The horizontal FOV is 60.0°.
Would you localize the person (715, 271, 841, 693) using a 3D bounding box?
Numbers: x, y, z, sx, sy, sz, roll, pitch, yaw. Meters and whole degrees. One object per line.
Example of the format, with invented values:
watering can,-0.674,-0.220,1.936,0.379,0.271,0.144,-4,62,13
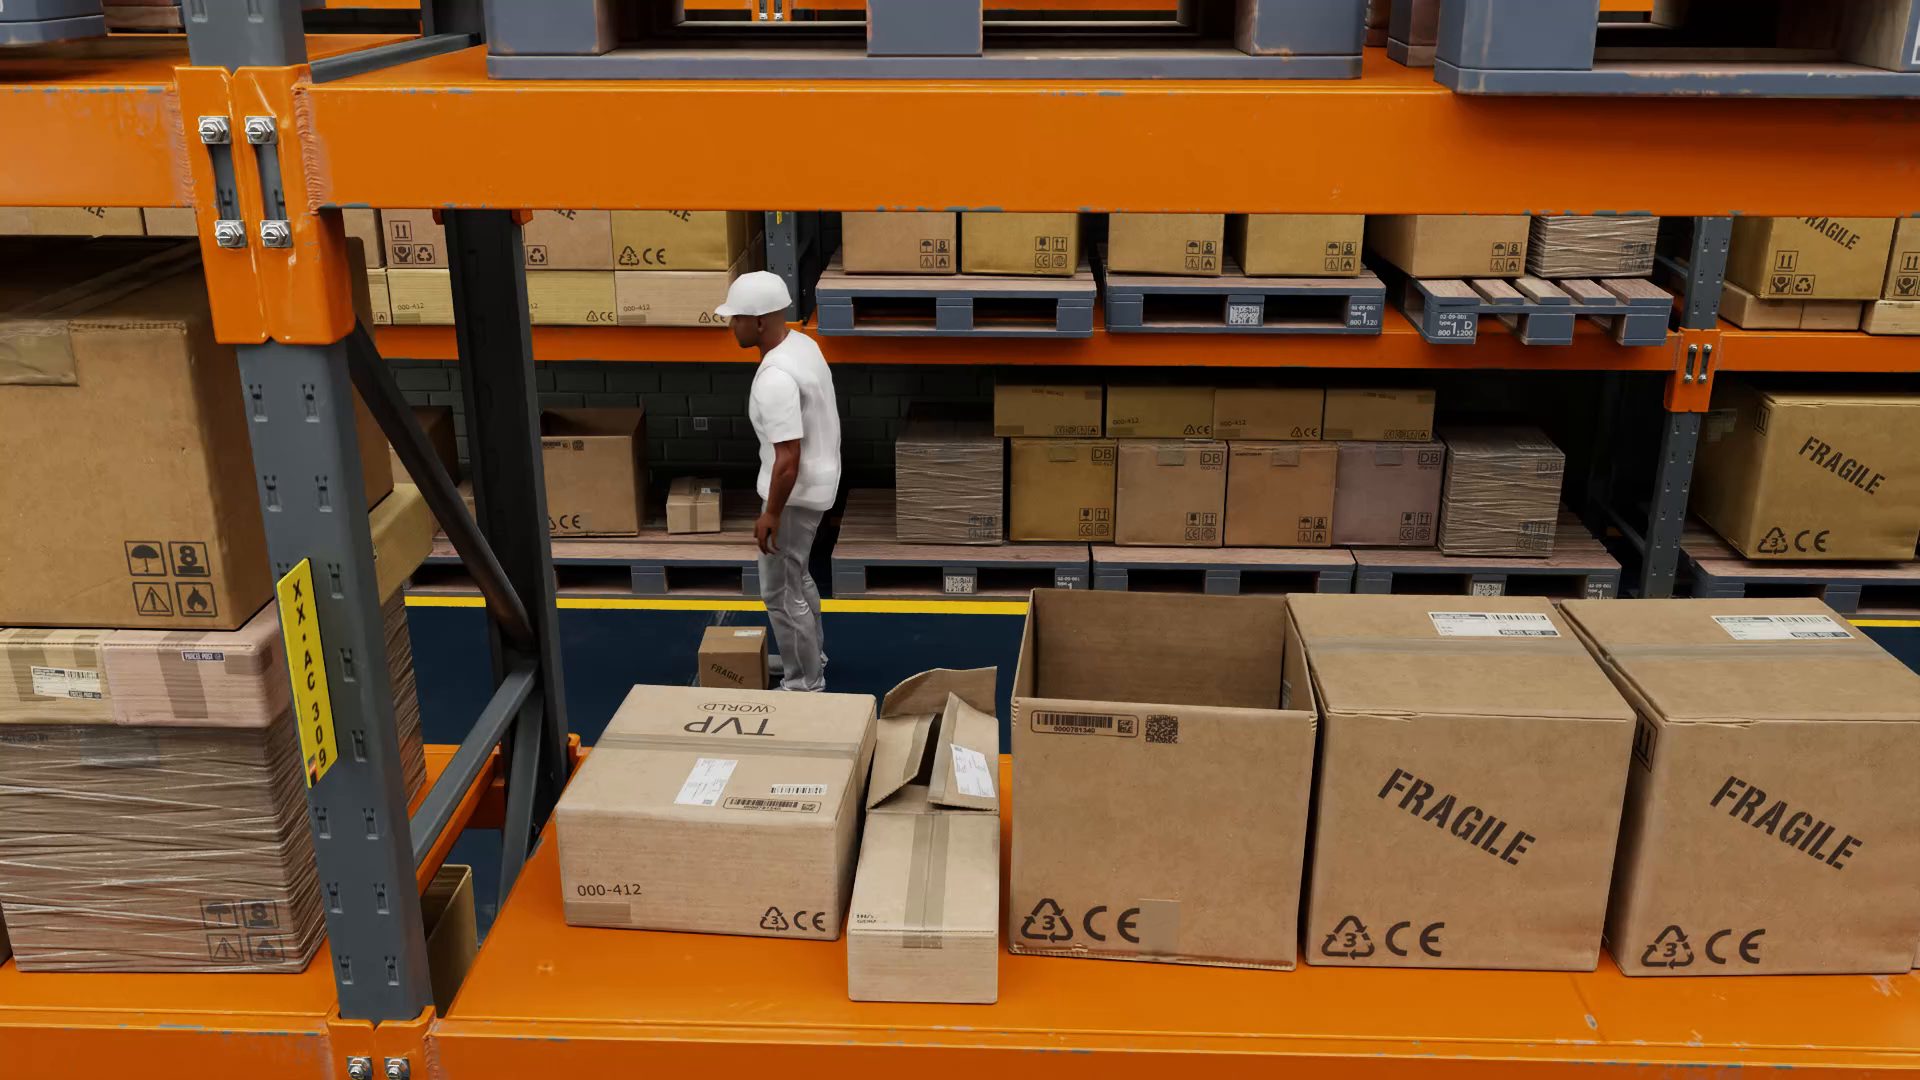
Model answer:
person,-0.695,-0.190,6.558,0.459,1.760,0.627,1,21,2
